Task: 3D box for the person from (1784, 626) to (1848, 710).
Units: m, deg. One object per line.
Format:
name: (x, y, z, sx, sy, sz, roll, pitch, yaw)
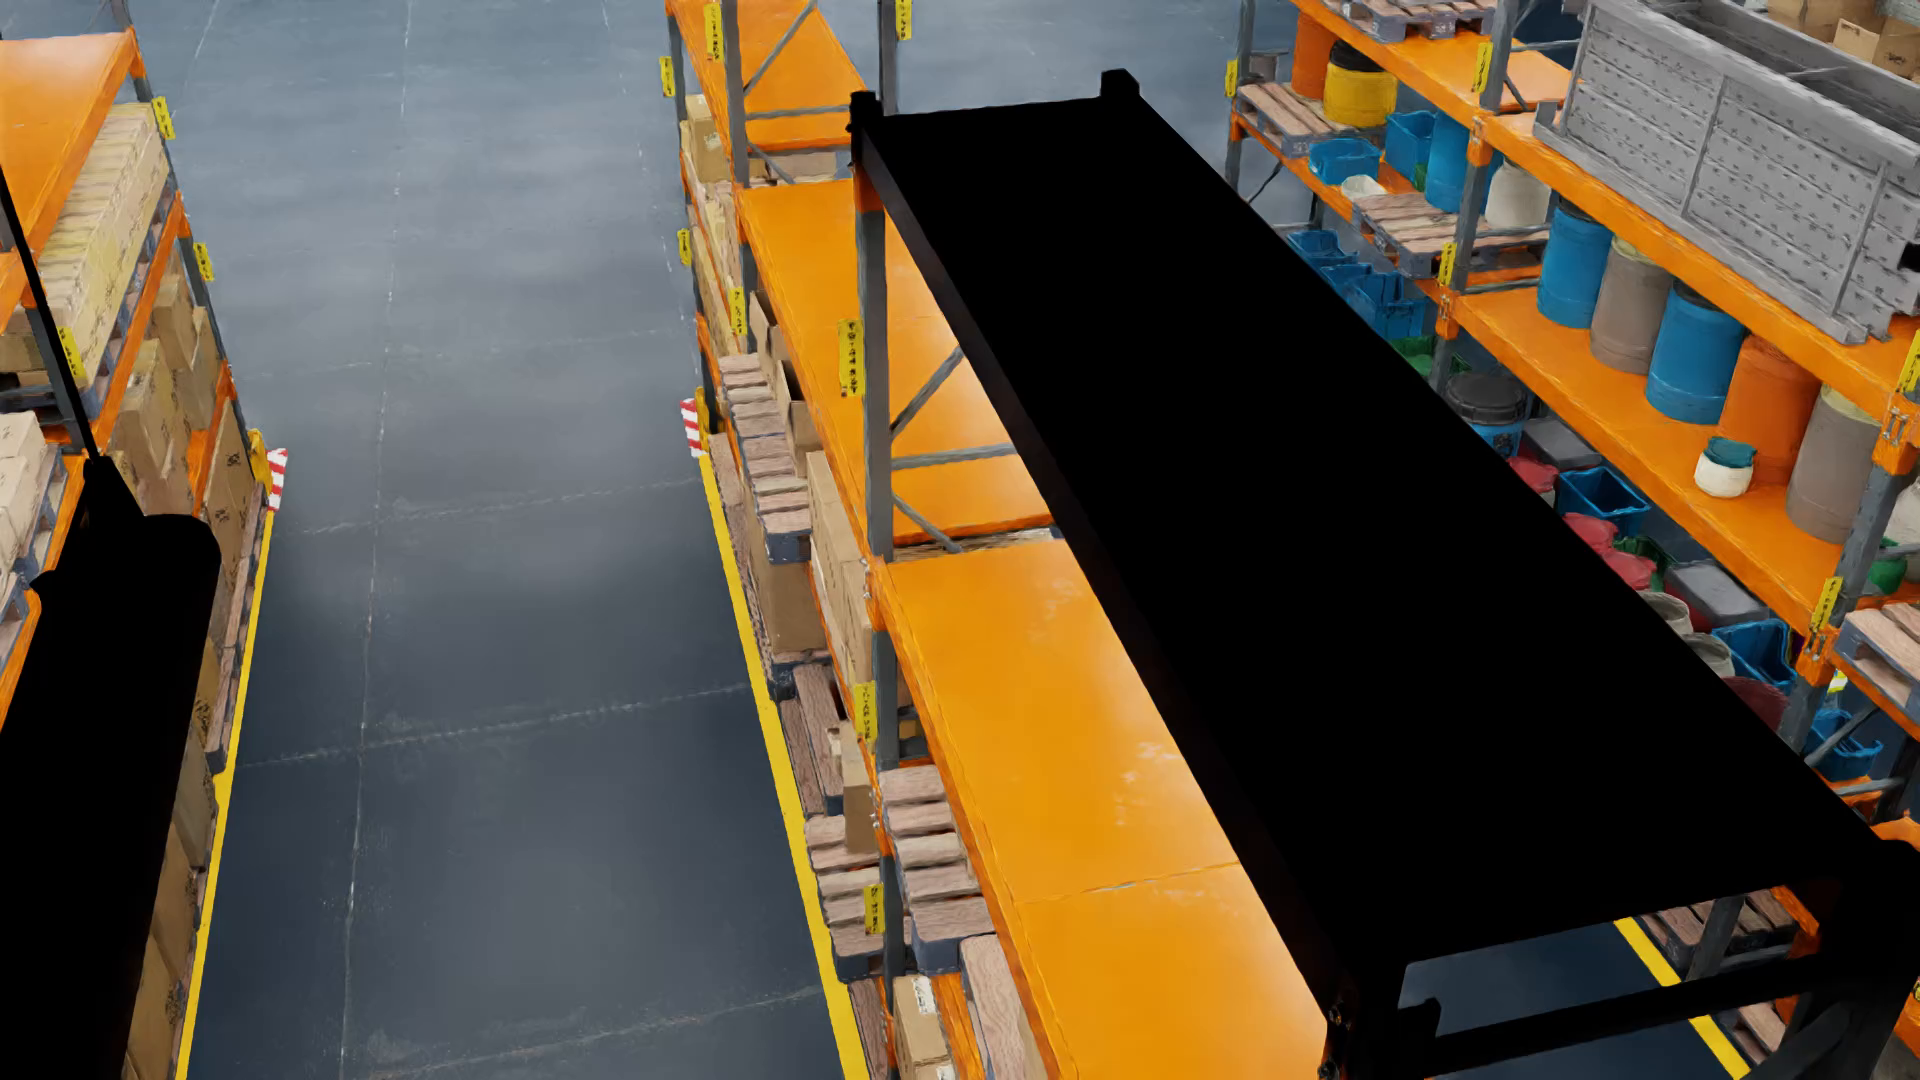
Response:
person: (5.753, 0.899, 11.268, 0.577, 1.691, 1.121, -7, 35, -9)
